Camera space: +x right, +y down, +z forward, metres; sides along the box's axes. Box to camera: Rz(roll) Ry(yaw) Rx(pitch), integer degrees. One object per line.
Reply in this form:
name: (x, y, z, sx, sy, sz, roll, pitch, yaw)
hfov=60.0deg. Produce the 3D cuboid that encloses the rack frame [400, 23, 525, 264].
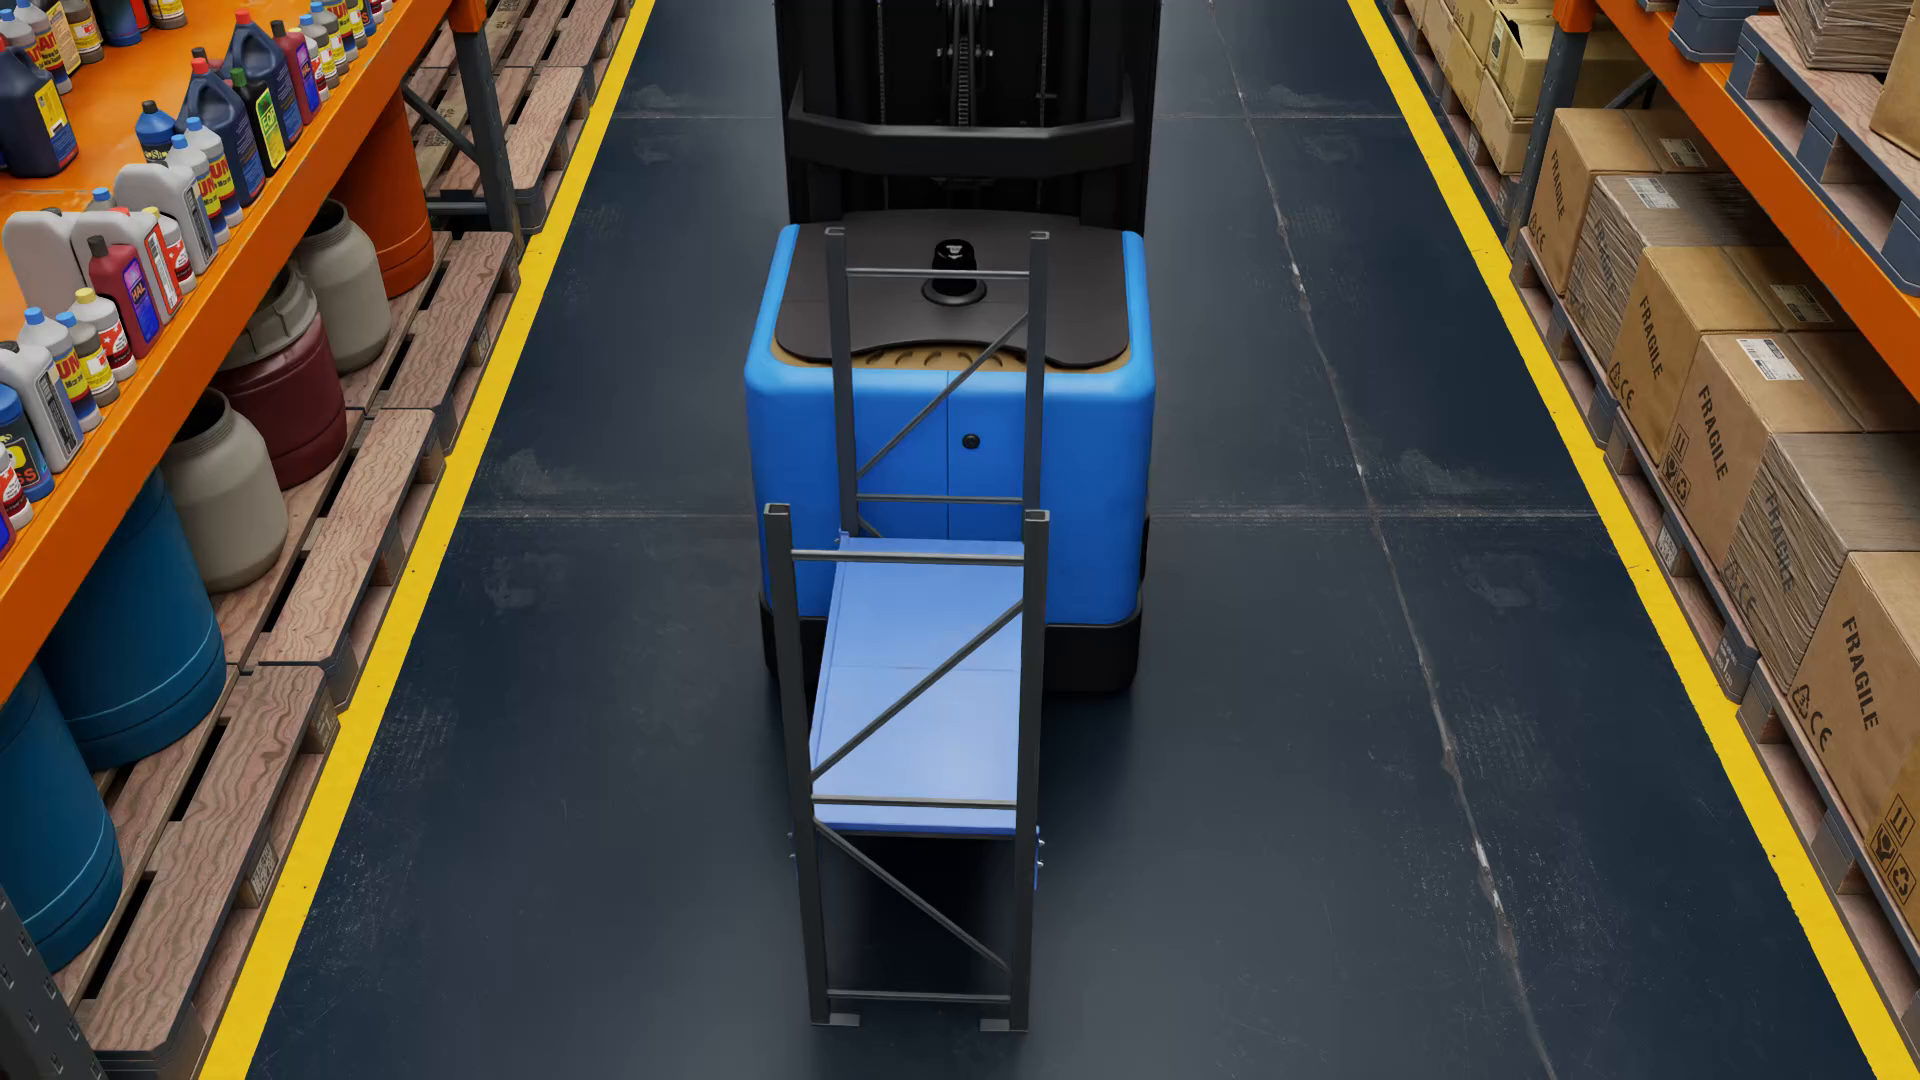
rack frame: (-2.256, -2.310, 5.734, 1.000, 3.000, 0.127, 0, 39, 0)

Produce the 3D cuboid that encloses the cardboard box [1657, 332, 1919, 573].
cardboard box: (2.419, -0.255, 4.817, 0.500, 0.500, 0.500, -1, 39, -2)

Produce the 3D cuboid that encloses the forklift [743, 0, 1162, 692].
forklift: (0.032, -1.623, 4.931, 1.130, 2.935, 3.031, 1, 39, 2)

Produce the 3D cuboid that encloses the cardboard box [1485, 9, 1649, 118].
cardboard box: (2.450, -1.948, 6.697, 0.500, 0.311, 0.500, 1, 39, 1)

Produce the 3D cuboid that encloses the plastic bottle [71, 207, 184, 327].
plastic bottle: (-1.872, -0.629, 3.735, 0.152, 0.276, 0.135, 0, 39, 0)

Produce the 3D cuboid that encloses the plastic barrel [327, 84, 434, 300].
plastic barrel: (-2.239, -1.321, 5.900, 0.600, 0.830, 0.708, 0, 39, 0)

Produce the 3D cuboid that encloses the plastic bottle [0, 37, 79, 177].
plastic bottle: (-2.429, -1.137, 4.310, 0.144, 0.351, 0.185, 0, 39, 0)

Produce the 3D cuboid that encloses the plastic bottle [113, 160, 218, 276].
plastic bottle: (-1.873, -0.774, 3.916, 0.152, 0.276, 0.135, 0, 39, 0)

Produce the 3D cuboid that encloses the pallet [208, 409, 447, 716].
pallet: (-2.215, 0.032, 5.041, 1.003, 0.211, 1.213, 0, 39, 0)

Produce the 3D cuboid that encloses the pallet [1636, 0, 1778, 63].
pallet: (2.768, -1.813, 5.267, 1.213, 0.211, 1.003, 0, 39, 0)

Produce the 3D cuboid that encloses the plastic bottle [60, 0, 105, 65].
plastic bottle: (-2.606, -1.516, 4.902, 0.097, 0.201, 0.097, 0, 39, 0)

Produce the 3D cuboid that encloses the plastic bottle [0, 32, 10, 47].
plastic bottle: (-2.623, -1.271, 4.531, 0.061, 0.283, 0.133, 0, 39, 0)

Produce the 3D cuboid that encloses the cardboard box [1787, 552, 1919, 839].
cardboard box: (2.422, 0.376, 4.029, 0.500, 0.500, 0.500, 0, 39, 0)

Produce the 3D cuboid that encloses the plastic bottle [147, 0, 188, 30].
plastic bottle: (-2.454, -1.684, 5.112, 0.097, 0.201, 0.097, 0, 39, 0)

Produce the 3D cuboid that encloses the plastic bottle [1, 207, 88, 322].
plastic bottle: (-2.025, -0.629, 3.735, 0.152, 0.276, 0.135, 0, 39, 0)

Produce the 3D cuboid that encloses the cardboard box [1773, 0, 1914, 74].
cardboard box: (2.621, -1.548, 4.368, 0.700, 0.500, 0.500, 7, 39, 8)

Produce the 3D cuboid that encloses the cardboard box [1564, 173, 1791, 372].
cardboard box: (2.418, -0.895, 5.616, 0.500, 0.500, 0.500, -1, 39, -2)

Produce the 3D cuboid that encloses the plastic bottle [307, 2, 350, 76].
plastic bottle: (-1.847, -1.459, 4.831, 0.097, 0.201, 0.097, 0, 39, 0)

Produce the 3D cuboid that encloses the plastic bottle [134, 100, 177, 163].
plastic bottle: (-1.990, -0.966, 4.160, 0.097, 0.271, 0.097, 0, 39, 0)

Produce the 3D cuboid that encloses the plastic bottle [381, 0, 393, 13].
plastic bottle: (-1.847, -1.763, 5.211, 0.097, 0.201, 0.097, 0, 39, 0)

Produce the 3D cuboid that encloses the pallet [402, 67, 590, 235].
pallet: (-2.218, -1.706, 7.210, 1.003, 0.211, 1.213, 0, 39, 0)

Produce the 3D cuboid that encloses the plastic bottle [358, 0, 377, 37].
plastic bottle: (-1.847, -1.669, 5.037, 0.097, 0.271, 0.097, 0, 39, 0)

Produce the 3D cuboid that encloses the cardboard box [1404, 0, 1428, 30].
cardboard box: (2.447, -2.689, 8.070, 0.500, 0.250, 0.500, 1, 39, 1)

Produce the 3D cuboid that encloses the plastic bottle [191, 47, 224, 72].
plastic bottle: (-1.972, -1.181, 4.419, 0.061, 0.283, 0.133, 0, 39, 0)

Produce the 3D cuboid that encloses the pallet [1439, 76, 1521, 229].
pallet: (2.735, -1.738, 7.250, 1.003, 0.211, 1.213, 0, 39, 0)

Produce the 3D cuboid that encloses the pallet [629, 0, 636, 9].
pallet: (-2.221, -3.232, 9.115, 1.003, 0.211, 1.213, 0, 39, 0)

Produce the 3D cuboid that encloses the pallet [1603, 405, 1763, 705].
pallet: (2.659, 0.005, 5.075, 1.003, 0.211, 1.213, 0, 39, 0)

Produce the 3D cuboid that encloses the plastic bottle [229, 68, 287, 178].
plastic bottle: (-1.828, -1.098, 4.315, 0.061, 0.283, 0.133, 0, 39, 0)

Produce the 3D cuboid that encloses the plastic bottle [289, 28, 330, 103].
plastic bottle: (-1.846, -1.337, 4.679, 0.097, 0.201, 0.097, 0, 39, 0)

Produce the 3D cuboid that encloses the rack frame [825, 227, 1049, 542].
rack frame: (-0.051, -0.099, 4.174, 0.500, 1.500, 0.032, 1, 39, 2)

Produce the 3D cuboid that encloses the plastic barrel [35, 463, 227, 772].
plastic barrel: (-2.236, 0.063, 4.115, 0.600, 0.901, 0.708, 0, 39, 0)

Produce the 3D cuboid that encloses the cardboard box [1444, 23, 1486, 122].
cardboard box: (2.448, -2.053, 7.277, 0.500, 0.250, 0.500, 0, 39, -1)

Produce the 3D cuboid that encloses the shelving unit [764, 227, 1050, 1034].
shelving unit: (-0.072, 0.218, 3.778, 0.538, 1.500, 1.048, 1, 39, 2)

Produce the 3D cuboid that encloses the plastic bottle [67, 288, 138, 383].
plastic bottle: (-1.845, -0.444, 3.564, 0.097, 0.201, 0.097, 0, 39, 0)

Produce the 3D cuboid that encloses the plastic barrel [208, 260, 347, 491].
plastic barrel: (-2.237, -0.521, 5.094, 0.600, 0.588, 0.708, 0, 39, 0)

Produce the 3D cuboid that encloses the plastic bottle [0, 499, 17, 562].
plastic bottle: (-1.826, -0.076, 3.040, 0.061, 0.283, 0.133, 0, 39, 0)

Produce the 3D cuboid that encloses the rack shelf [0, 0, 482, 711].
rack shelf: (-2.254, -0.779, 4.398, 1.077, 0.370, 4.000, 0, 39, 0)

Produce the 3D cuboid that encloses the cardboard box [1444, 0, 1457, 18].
cardboard box: (2.445, -2.589, 7.497, 0.500, 0.311, 0.500, 0, 39, 0)

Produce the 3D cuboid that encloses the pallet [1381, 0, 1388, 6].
pallet: (2.732, -3.264, 9.154, 1.003, 0.211, 1.213, 0, 39, 0)

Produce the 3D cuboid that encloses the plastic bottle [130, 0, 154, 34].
plastic bottle: (-2.579, -1.701, 5.074, 0.152, 0.276, 0.135, 0, 39, 0)

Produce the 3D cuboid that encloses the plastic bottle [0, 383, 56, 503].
plastic bottle: (-1.844, -0.204, 3.209, 0.097, 0.271, 0.097, 0, 39, 0)

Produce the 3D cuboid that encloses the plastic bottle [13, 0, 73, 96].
plastic bottle: (-2.605, -1.399, 4.700, 0.097, 0.271, 0.097, 0, 39, 0)

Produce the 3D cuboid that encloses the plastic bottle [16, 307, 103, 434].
plastic bottle: (-1.845, -0.350, 3.390, 0.097, 0.271, 0.097, 0, 39, 0)

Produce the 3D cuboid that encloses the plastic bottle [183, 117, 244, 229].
plastic bottle: (-1.846, -0.906, 4.084, 0.097, 0.271, 0.097, 0, 39, 0)

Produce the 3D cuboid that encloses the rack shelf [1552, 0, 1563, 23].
rack shelf: (2.695, -3.281, 7.521, 1.077, 0.370, 4.000, 0, 39, 0)
